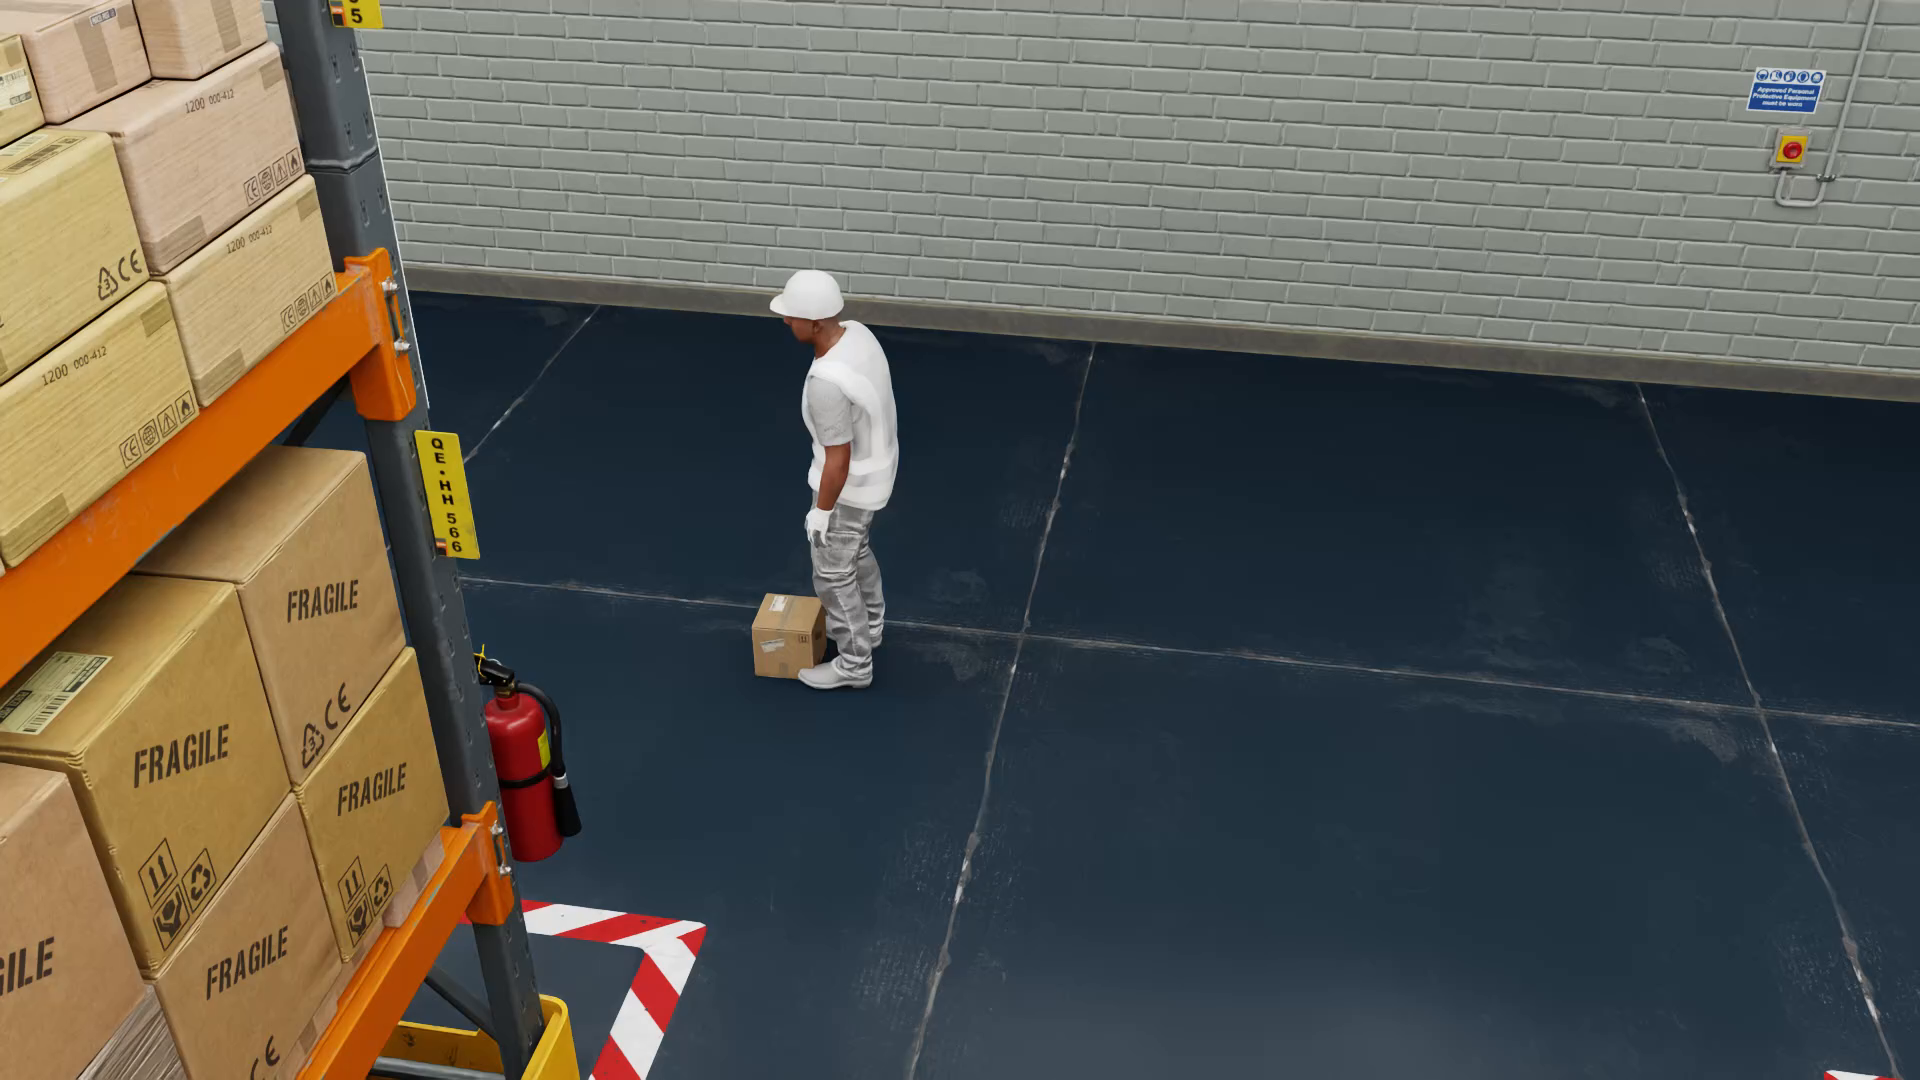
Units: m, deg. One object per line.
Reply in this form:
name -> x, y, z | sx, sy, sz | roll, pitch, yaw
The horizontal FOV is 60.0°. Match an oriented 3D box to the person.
person -> -0.469, -0.232, 6.496 | 0.448, 1.773, 0.613 | 5, 32, 7
